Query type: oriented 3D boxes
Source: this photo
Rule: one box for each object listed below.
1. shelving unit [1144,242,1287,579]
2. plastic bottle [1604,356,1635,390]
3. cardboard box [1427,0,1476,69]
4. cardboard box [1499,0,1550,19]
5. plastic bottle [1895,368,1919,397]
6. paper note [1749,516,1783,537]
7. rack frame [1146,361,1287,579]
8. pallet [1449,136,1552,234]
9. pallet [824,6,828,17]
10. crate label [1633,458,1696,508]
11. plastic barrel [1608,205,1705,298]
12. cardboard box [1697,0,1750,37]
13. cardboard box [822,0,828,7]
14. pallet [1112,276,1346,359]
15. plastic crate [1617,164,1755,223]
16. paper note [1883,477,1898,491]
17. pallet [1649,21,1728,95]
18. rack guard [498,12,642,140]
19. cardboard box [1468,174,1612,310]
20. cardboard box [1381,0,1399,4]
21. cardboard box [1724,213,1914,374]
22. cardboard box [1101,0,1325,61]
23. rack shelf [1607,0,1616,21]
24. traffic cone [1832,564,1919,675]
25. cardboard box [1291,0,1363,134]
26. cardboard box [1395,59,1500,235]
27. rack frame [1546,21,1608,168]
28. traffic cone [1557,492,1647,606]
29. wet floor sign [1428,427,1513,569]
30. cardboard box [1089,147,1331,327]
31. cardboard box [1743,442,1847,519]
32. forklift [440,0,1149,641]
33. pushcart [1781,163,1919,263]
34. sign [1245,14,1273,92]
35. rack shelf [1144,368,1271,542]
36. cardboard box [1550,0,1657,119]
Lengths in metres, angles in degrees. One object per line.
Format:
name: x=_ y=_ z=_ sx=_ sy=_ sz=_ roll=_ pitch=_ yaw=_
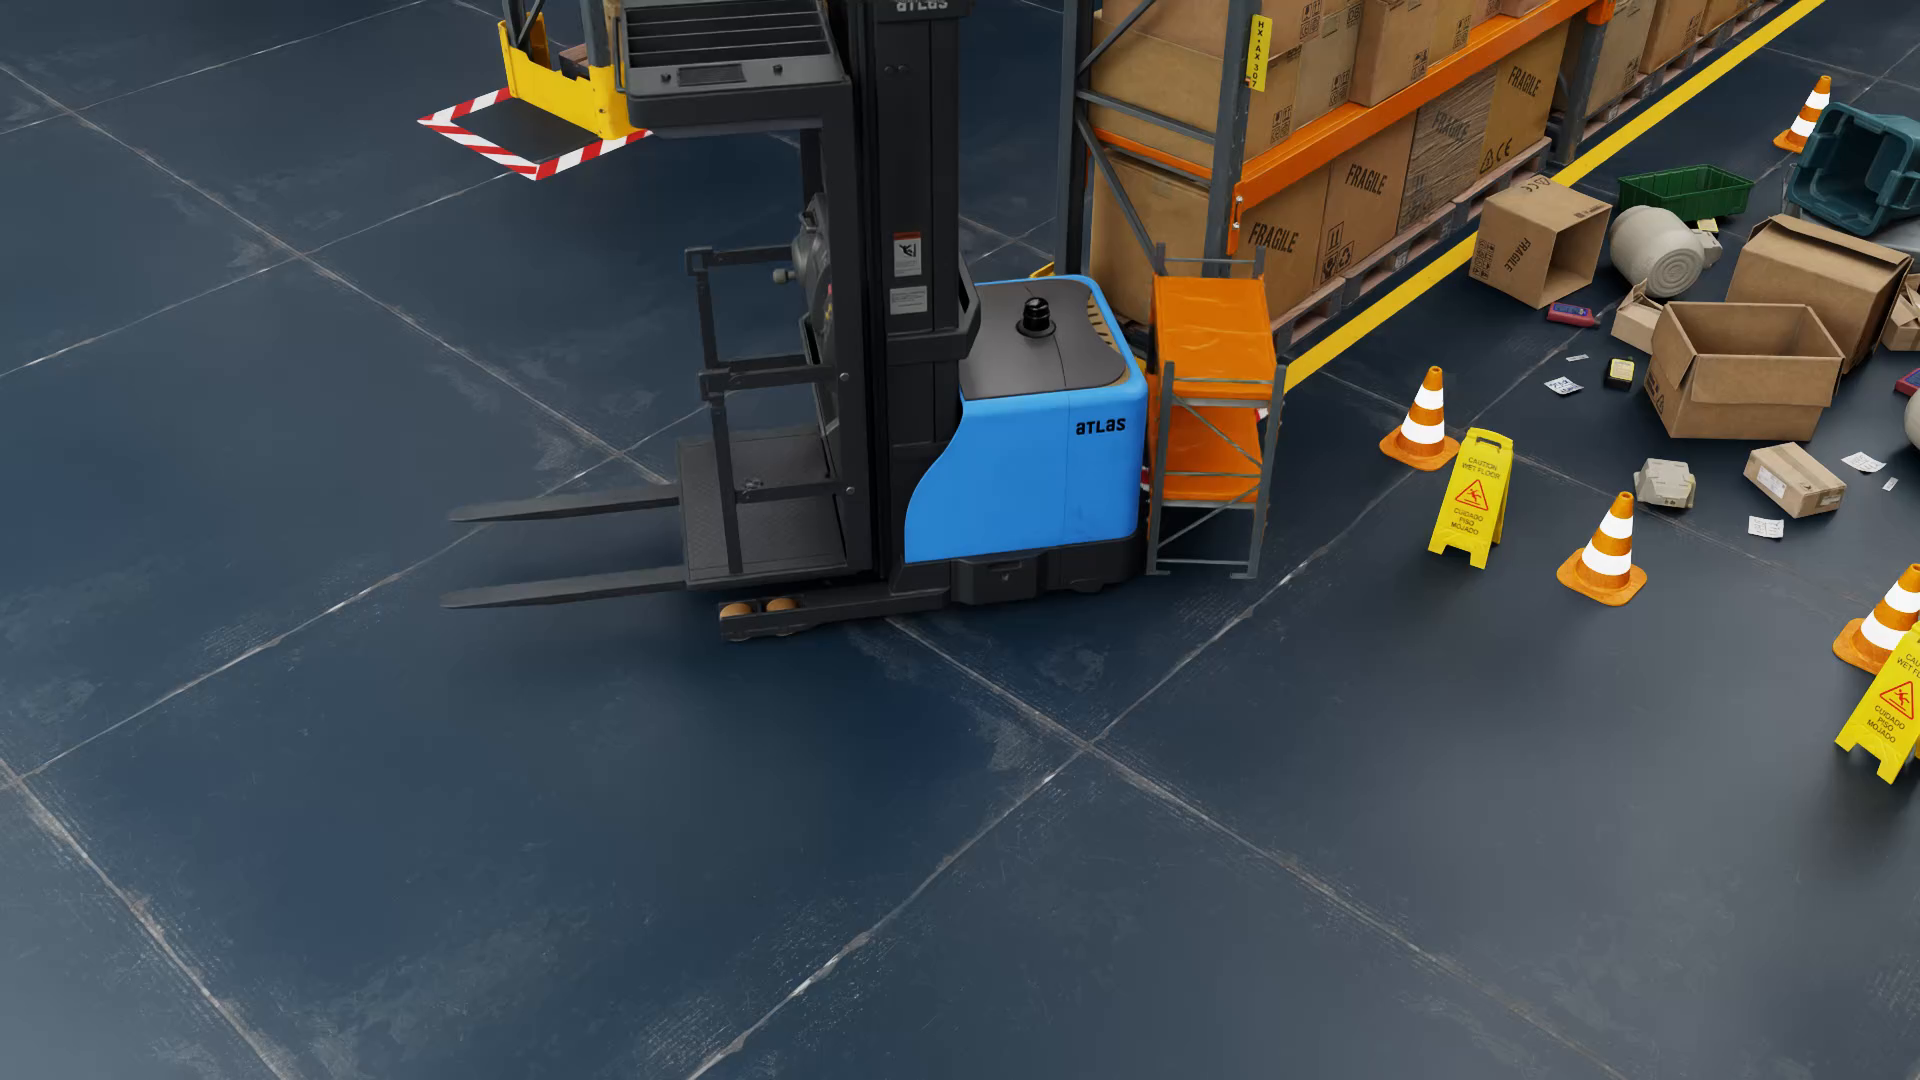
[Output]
shelving unit: x=1.124 y=-0.597 z=7.597 sx=0.538 sy=1.125 sz=1.048 roll=2 pitch=39 yaw=3
plastic bottle: x=3.507 y=-0.899 z=8.831 sx=0.133 sy=0.061 sz=0.283 roll=14 pitch=41 yaw=17
cardboard box: x=2.265 y=-2.963 z=8.946 sx=0.875 sy=0.550 sz=0.500 roll=30 pitch=47 yaw=32
cardboard box: x=3.000 y=-3.448 z=9.555 sx=0.875 sy=0.550 sz=0.550 roll=30 pitch=47 yaw=32
plastic bottle: x=5.061 y=-0.838 z=8.755 sx=0.283 sy=0.061 sz=0.133 roll=-26 pitch=45 yaw=-29
paper note: x=3.786 y=-0.064 z=7.806 sx=0.148 sy=0.019 sz=0.142 roll=14 pitch=41 yaw=17
rack frame: x=1.094 y=-0.282 z=7.200 sx=0.500 sy=1.125 sz=0.032 roll=2 pitch=39 yaw=3
pallet: x=3.024 y=-2.418 z=10.621 sx=1.003 sy=0.211 sz=1.213 roll=30 pitch=47 yaw=32
pallet: x=-1.249 y=-3.977 z=12.581 sx=1.003 sy=0.211 sz=1.213 roll=30 pitch=47 yaw=32
crate label: x=3.392 y=-0.272 z=7.982 sx=0.250 sy=0.136 sz=0.298 roll=8 pitch=39 yaw=10
plastic barrel: x=3.961 y=-1.652 z=9.487 sx=0.421 sy=0.421 sz=0.512 roll=-5 pitch=39 yaw=-6
cardboard box: x=5.228 y=-4.302 z=12.220 sx=1.050 sy=0.750 sz=0.750 roll=30 pitch=48 yaw=32
cardboard box: x=-1.040 y=-4.389 z=12.531 sx=0.500 sy=0.500 sz=0.500 roll=25 pitch=45 yaw=28
pallet: x=1.377 y=-1.297 z=9.211 sx=1.003 sy=0.211 sz=1.213 roll=30 pitch=47 yaw=32
plastic crate: x=4.444 y=-2.117 z=10.216 sx=0.662 sy=0.188 sz=0.450 roll=-11 pitch=30 yaw=-14
paper note: x=4.525 y=-0.272 z=8.084 sx=0.032 sy=0.001 sz=0.123 roll=30 pitch=47 yaw=32
pallet: x=4.882 y=-3.683 z=12.213 sx=1.003 sy=0.211 sz=1.213 roll=30 pitch=47 yaw=32
rack guard: x=-2.646 y=-3.173 z=11.339 sx=1.175 sy=0.500 sz=0.348 roll=30 pitch=47 yaw=32
cardboard box: x=3.305 y=-1.704 z=9.489 sx=0.500 sy=0.500 sz=0.500 roll=-26 pitch=45 yaw=-29
cardboard box: x=1.956 y=-3.115 z=8.269 sx=0.875 sy=0.550 sz=0.550 roll=30 pitch=47 yaw=32
cardboard box: x=4.559 y=-1.335 z=8.915 sx=0.797 sy=0.637 sz=0.503 roll=30 pitch=47 yaw=32
cardboard box: x=1.175 y=-2.623 z=7.651 sx=0.875 sy=0.550 sz=0.550 roll=30 pitch=47 yaw=32
rack shelf: x=4.944 y=-4.463 z=11.530 sx=1.077 sy=0.370 sz=4.000 roll=30 pitch=47 yaw=32
traffic cone: x=3.956 y=0.298 z=7.004 sx=0.336 sy=0.463 sz=0.334 roll=30 pitch=47 yaw=32
cardboard box: x=1.468 y=-2.498 z=8.361 sx=0.875 sy=0.550 sz=0.550 roll=30 pitch=47 yaw=32
cardboard box: x=2.513 y=-2.483 z=9.832 sx=0.875 sy=0.875 sz=0.875 roll=30 pitch=47 yaw=32
rack frame: x=3.594 y=-3.826 z=10.151 sx=1.000 sy=3.000 sz=0.127 roll=30 pitch=47 yaw=32
traffic cone: x=2.907 y=-0.012 z=7.393 sx=0.336 sy=0.463 sz=0.334 roll=30 pitch=47 yaw=32
wet floor sign: x=2.338 y=-0.222 z=7.510 sx=0.267 sy=0.644 sz=0.232 roll=22 pitch=43 yaw=25
cardboard box: x=1.304 y=-1.660 z=8.797 sx=0.875 sy=0.875 sz=0.875 roll=30 pitch=47 yaw=32
cardboard box: x=4.011 y=-0.290 z=7.995 sx=0.250 sy=0.149 sz=0.380 roll=-11 pitch=40 yaw=-14
forklift: x=-0.773 y=-1.066 z=6.736 sx=3.031 sy=2.935 sz=1.130 roll=-7 pitch=39 yaw=-8
pushcart: x=5.600 y=-1.702 z=9.587 sx=1.648 sy=0.377 sz=0.936 roll=14 pitch=41 yaw=17
sign: x=1.301 y=-2.122 z=7.249 sx=0.100 sy=0.325 sz=0.005 roll=30 pitch=47 yaw=32
rack shelf: x=1.124 y=-0.406 z=7.750 sx=0.538 sy=0.278 sz=1.000 roll=2 pitch=39 yaw=3
cardboard box: x=3.947 y=-3.432 z=11.127 sx=1.050 sy=0.750 sz=0.750 roll=29 pitch=47 yaw=32
